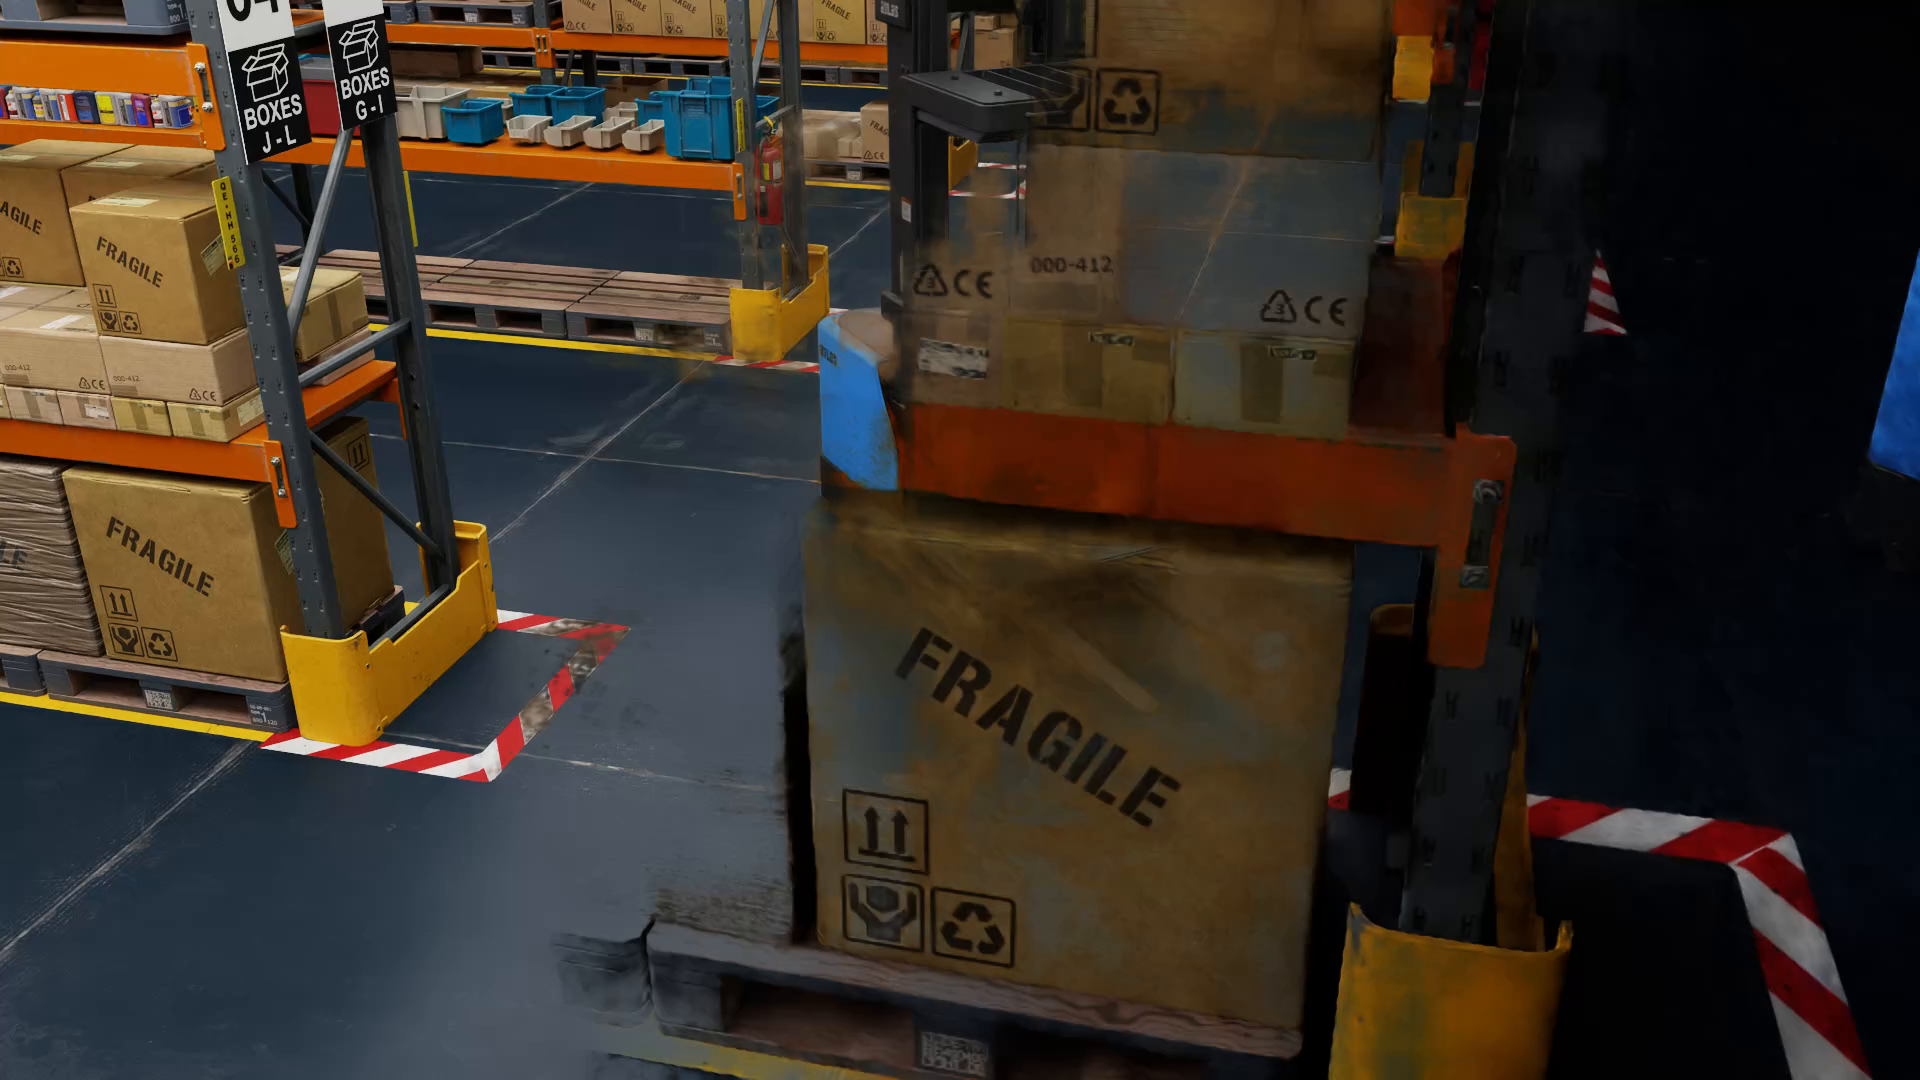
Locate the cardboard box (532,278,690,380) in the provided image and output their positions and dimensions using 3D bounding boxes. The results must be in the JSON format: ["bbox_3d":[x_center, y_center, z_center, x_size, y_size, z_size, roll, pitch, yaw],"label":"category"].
[{"bbox_3d":[-3.931,-0.646,6.910,0.250,0.149,0.380,6,26,12],"label":"cardboard box"}]

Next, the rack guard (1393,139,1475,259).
[{"bbox_3d":[-1.255,-1.686,11.709,0.348,0.500,1.175,6,26,13],"label":"rack guard"}]

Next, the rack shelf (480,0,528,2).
[{"bbox_3d":[-7.092,-3.129,12.670,4.000,0.370,1.077,6,26,13],"label":"rack shelf"}]

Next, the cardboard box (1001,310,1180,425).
[{"bbox_3d":[-3.194,-0.564,6.738,0.250,0.149,0.380,7,26,14],"label":"cardboard box"}]

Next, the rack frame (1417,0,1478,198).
[{"bbox_3d":[-1.281,-2.812,11.166,0.127,3.000,1.000,6,26,13],"label":"rack frame"}]

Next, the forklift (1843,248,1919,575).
[{"bbox_3d":[0.367,-1.063,7.573,1.130,2.935,3.031,-13,28,-25],"label":"forklift"}]

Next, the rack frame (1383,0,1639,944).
[{"bbox_3d":[-2.515,-0.750,6.835,0.127,3.000,1.000,6,26,13],"label":"rack frame"}]

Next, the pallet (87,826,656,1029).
[{"bbox_3d":[-4.487,0.325,7.822,1.213,0.211,1.003,6,26,13],"label":"pallet"}]

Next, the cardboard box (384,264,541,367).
[{"bbox_3d":[-4.183,-0.673,6.967,0.250,0.149,0.380,6,26,13],"label":"cardboard box"}]

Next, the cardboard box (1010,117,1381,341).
[{"bbox_3d":[-3.050,-0.758,6.680,0.500,0.250,0.500,6,26,12],"label":"cardboard box"}]

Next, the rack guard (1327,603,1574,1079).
[{"bbox_3d":[-2.492,0.382,7.367,0.348,0.500,1.175,6,26,13],"label":"rack guard"}]

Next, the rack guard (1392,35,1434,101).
[{"bbox_3d":[-0.118,-3.753,16.051,0.348,0.500,1.175,6,26,13],"label":"rack guard"}]

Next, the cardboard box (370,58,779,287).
[{"bbox_3d":[-4.034,-0.867,6.909,0.500,0.250,0.500,5,26,11],"label":"cardboard box"}]

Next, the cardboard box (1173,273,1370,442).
[{"bbox_3d":[-2.942,-0.537,6.681,0.250,0.149,0.380,7,26,14],"label":"cardboard box"}]

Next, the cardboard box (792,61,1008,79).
[{"bbox_3d":[-3.418,-1.033,7.258,0.500,0.250,0.500,6,26,12],"label":"cardboard box"}]

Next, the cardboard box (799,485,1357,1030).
[{"bbox_3d":[-3.155,-0.015,7.275,0.875,0.875,0.875,6,26,13],"label":"cardboard box"}]

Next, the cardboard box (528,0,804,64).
[{"bbox_3d":[-3.900,-1.425,7.210,0.500,0.500,0.500,6,26,12],"label":"cardboard box"}]

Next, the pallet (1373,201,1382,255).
[{"bbox_3d":[-2.070,-1.657,11.985,1.213,0.211,1.003,6,26,13],"label":"pallet"}]

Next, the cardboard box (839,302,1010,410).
[{"bbox_3d":[-3.438,-0.592,6.796,0.250,0.149,0.380,6,26,13],"label":"cardboard box"}]

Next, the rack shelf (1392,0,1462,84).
[{"bbox_3d":[-3.218,-2.701,11.770,4.000,0.370,1.077,6,26,13],"label":"rack shelf"}]

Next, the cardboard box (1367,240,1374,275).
[{"bbox_3d":[-2.777,-0.812,7.257,0.250,0.149,0.380,7,26,14],"label":"cardboard box"}]

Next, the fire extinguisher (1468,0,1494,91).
[{"bbox_3d":[-1.248,-2.403,10.832,0.183,0.674,0.296,6,26,13],"label":"fire extinguisher"}]

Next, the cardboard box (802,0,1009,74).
[{"bbox_3d":[-3.397,-1.372,7.099,0.500,0.500,0.500,6,26,12],"label":"cardboard box"}]

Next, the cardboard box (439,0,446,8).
[{"bbox_3d":[-7.422,-4.632,17.386,0.500,0.500,0.500,7,26,15],"label":"cardboard box"}]

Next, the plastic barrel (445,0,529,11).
[{"bbox_3d":[-5.678,-2.547,12.564,0.708,0.901,0.600,6,26,13],"label":"plastic barrel"}]

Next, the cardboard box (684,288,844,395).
[{"bbox_3d":[-3.679,-0.619,6.853,0.250,0.149,0.380,7,26,14],"label":"cardboard box"}]

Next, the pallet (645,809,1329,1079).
[{"bbox_3d":[-3.309,0.456,7.546,1.213,0.211,1.003,6,26,13],"label":"pallet"}]

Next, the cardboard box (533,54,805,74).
[{"bbox_3d":[-3.903,-1.088,7.375,0.500,0.250,0.500,5,26,11],"label":"cardboard box"}]

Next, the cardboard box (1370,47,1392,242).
[{"bbox_3d":[-2.913,-0.980,7.147,0.500,0.250,0.500,6,26,12],"label":"cardboard box"}]

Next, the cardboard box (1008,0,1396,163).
[{"bbox_3d":[-3.052,-1.098,6.522,0.500,0.500,0.500,7,26,14],"label":"cardboard box"}]

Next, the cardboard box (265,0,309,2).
[{"bbox_3d":[-8.862,-4.686,17.814,0.500,0.250,0.500,6,26,12],"label":"cardboard box"}]

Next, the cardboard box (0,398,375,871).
[{"bbox_3d":[-4.898,-0.208,7.680,0.875,0.875,0.875,6,26,13],"label":"cardboard box"}]

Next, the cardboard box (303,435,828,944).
[{"bbox_3d":[-4.036,-0.113,7.480,0.875,0.875,0.875,6,26,13],"label":"cardboard box"}]

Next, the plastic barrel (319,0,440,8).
[{"bbox_3d":[-6.364,-2.623,12.723,0.708,0.901,0.600,6,26,13],"label":"plastic barrel"}]

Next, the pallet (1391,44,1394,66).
[{"bbox_3d":[-0.890,-3.707,16.292,1.213,0.211,1.003,6,26,13],"label":"pallet"}]

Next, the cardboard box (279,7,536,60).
[{"bbox_3d":[-4.410,-1.142,7.487,0.500,0.250,0.500,6,26,12],"label":"cardboard box"}]

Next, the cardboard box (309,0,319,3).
[{"bbox_3d":[-8.362,-4.633,17.701,0.500,0.250,0.500,7,26,14],"label":"cardboard box"}]

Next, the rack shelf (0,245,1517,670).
[{"bbox_3d":[-4.452,-0.639,7.439,4.000,0.370,1.077,6,26,13],"label":"rack shelf"}]

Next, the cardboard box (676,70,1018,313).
[{"bbox_3d":[-3.541,-0.812,6.795,0.500,0.250,0.500,6,26,12],"label":"cardboard box"}]
